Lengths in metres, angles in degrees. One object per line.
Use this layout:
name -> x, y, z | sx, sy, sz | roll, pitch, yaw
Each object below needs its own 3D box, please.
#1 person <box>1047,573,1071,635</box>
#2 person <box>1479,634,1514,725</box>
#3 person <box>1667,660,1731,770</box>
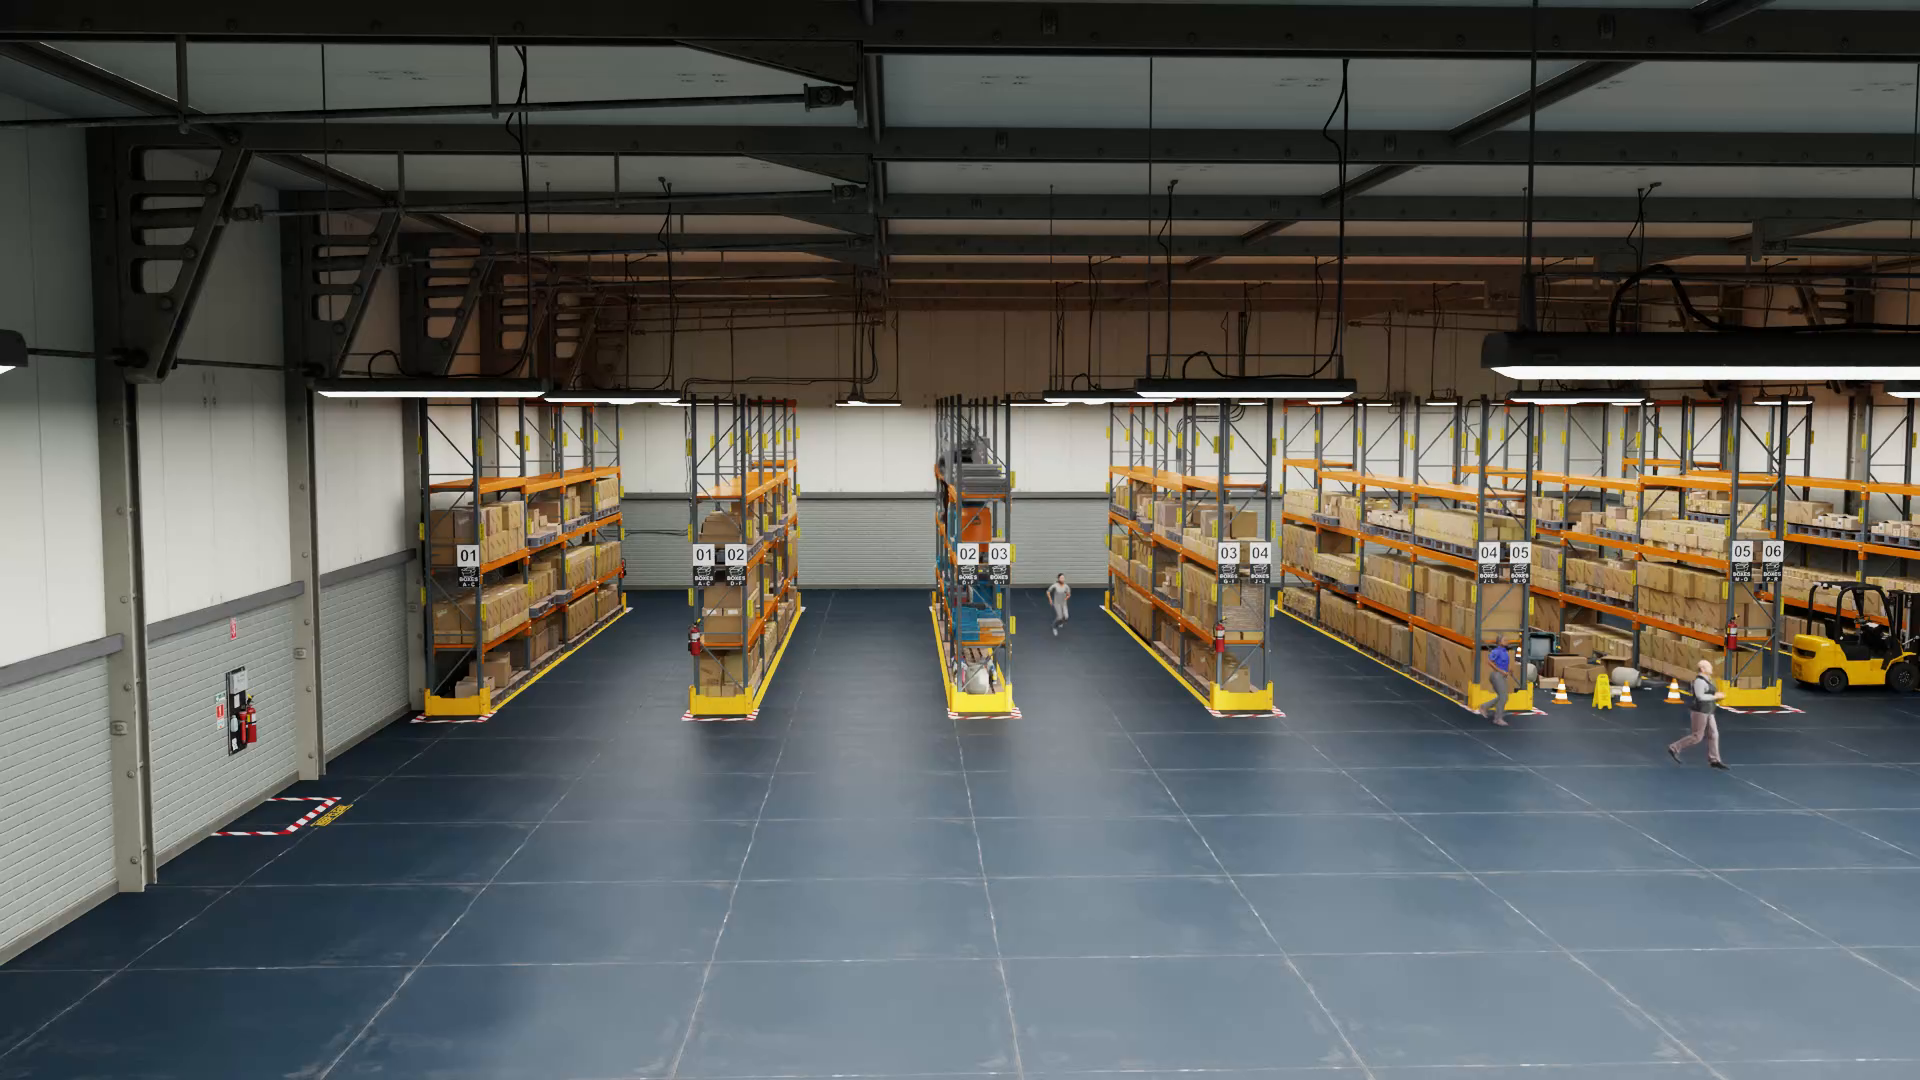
person -> 2.503, 1.610, 41.425 | 0.568, 1.564, 0.534 | -2, 5, -19
person -> 9.828, 2.542, 30.416 | 0.619, 1.638, 0.640 | 4, 6, 40
person -> 11.773, 2.760, 26.429 | 0.931, 1.715, 0.676 | 3, 6, 37
